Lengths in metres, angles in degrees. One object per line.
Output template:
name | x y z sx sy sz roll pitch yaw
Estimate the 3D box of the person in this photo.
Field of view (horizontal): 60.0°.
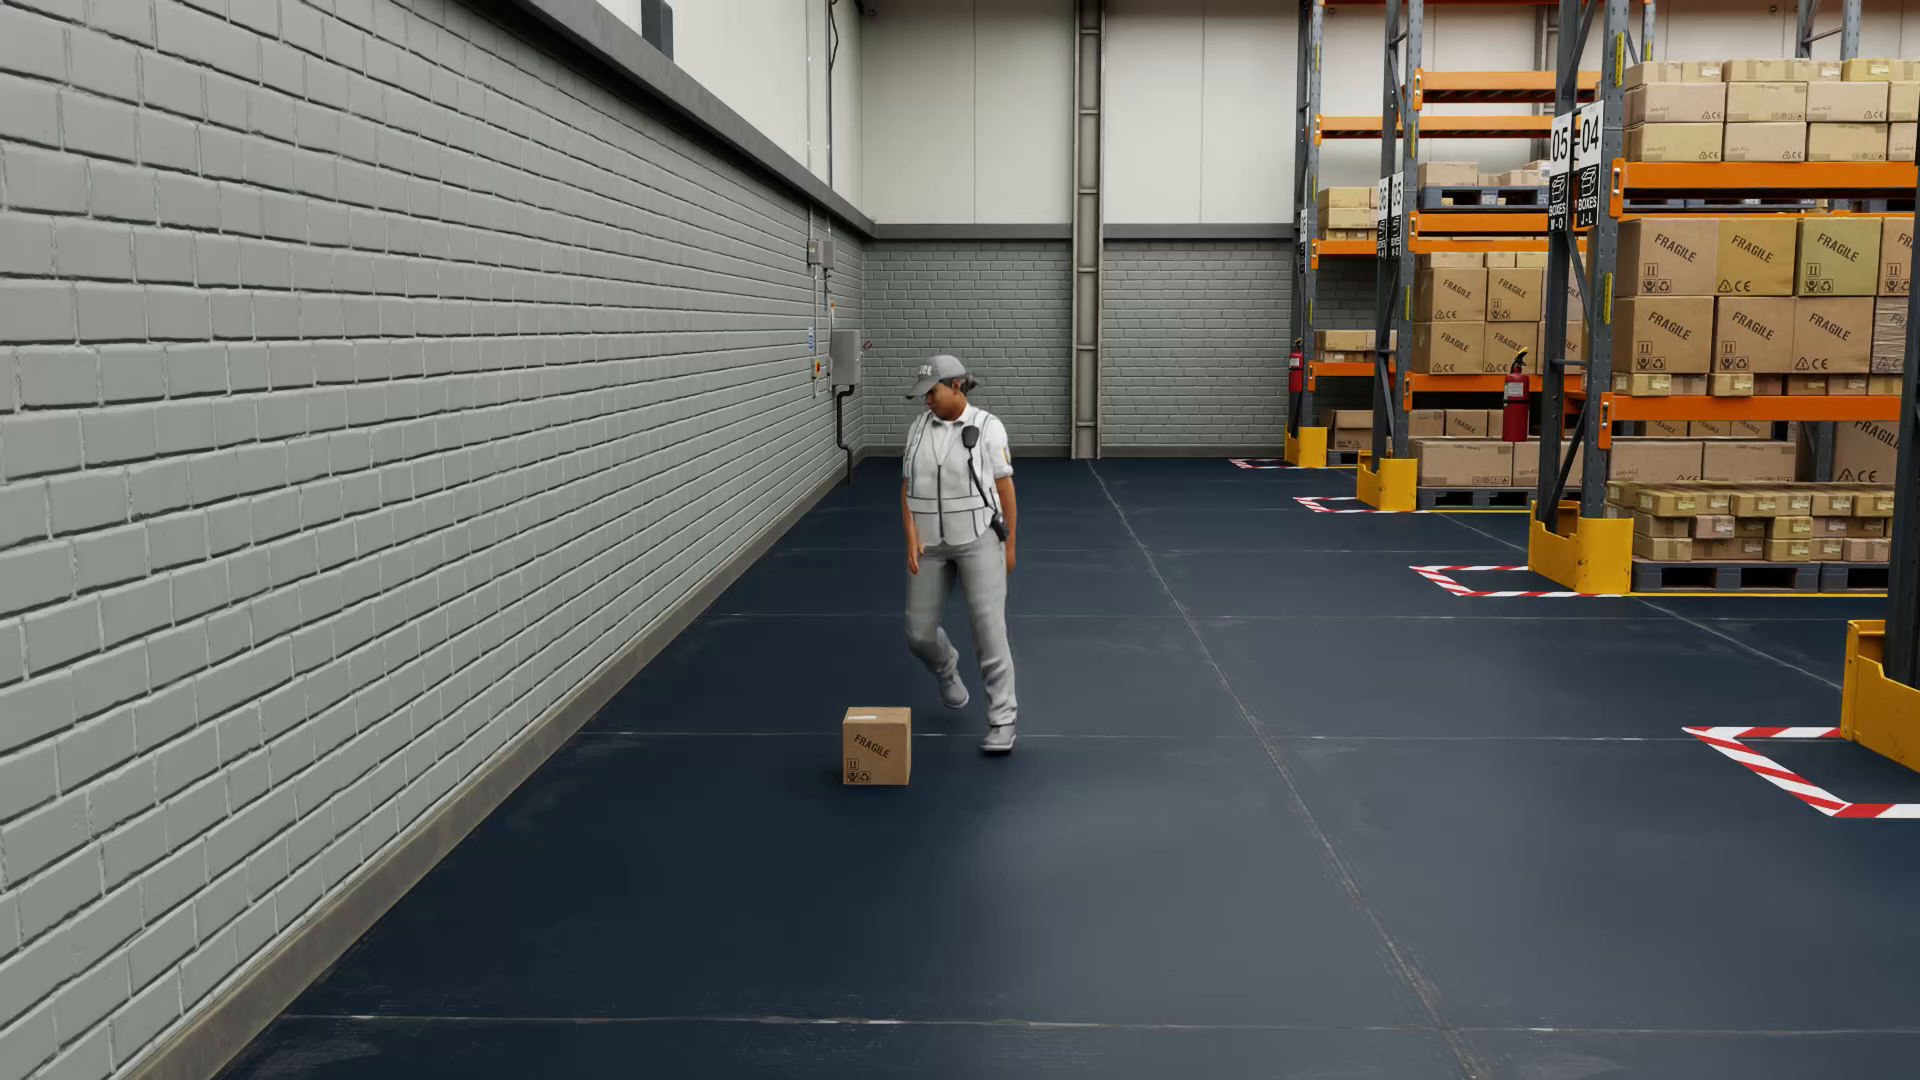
person | 0.027 0.025 7.107 0.550 1.627 0.691 2 8 18
